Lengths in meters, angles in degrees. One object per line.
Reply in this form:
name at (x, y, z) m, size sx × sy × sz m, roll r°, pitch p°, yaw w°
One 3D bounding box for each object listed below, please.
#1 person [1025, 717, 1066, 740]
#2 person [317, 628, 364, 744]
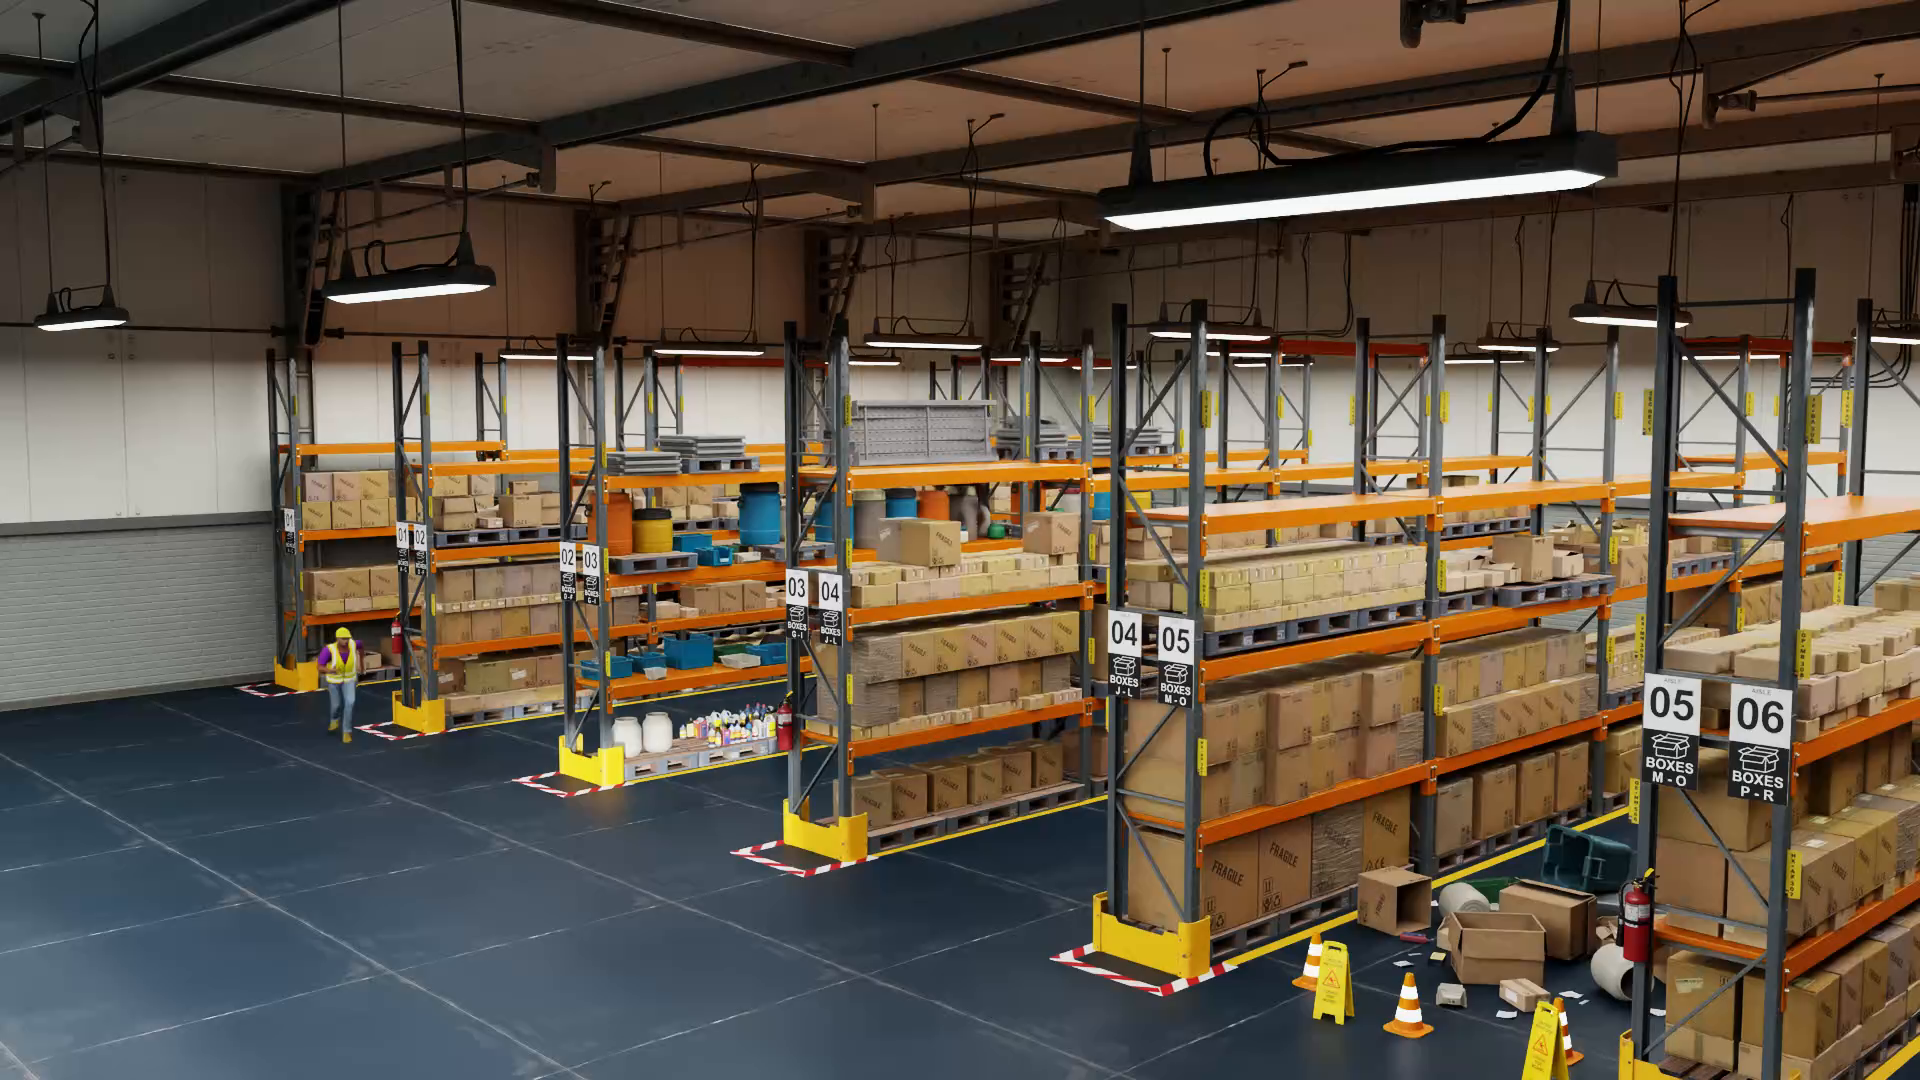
person at (1.295, 2.170, 25.115) m, size 0.745 × 1.687 × 0.578 m, roll -5°, pitch 7°, yaw -44°
person at (-9.348, 2.164, 25.107) m, size 0.730 × 1.751 × 1.006 m, roll -3°, pitch 6°, yaw -32°
